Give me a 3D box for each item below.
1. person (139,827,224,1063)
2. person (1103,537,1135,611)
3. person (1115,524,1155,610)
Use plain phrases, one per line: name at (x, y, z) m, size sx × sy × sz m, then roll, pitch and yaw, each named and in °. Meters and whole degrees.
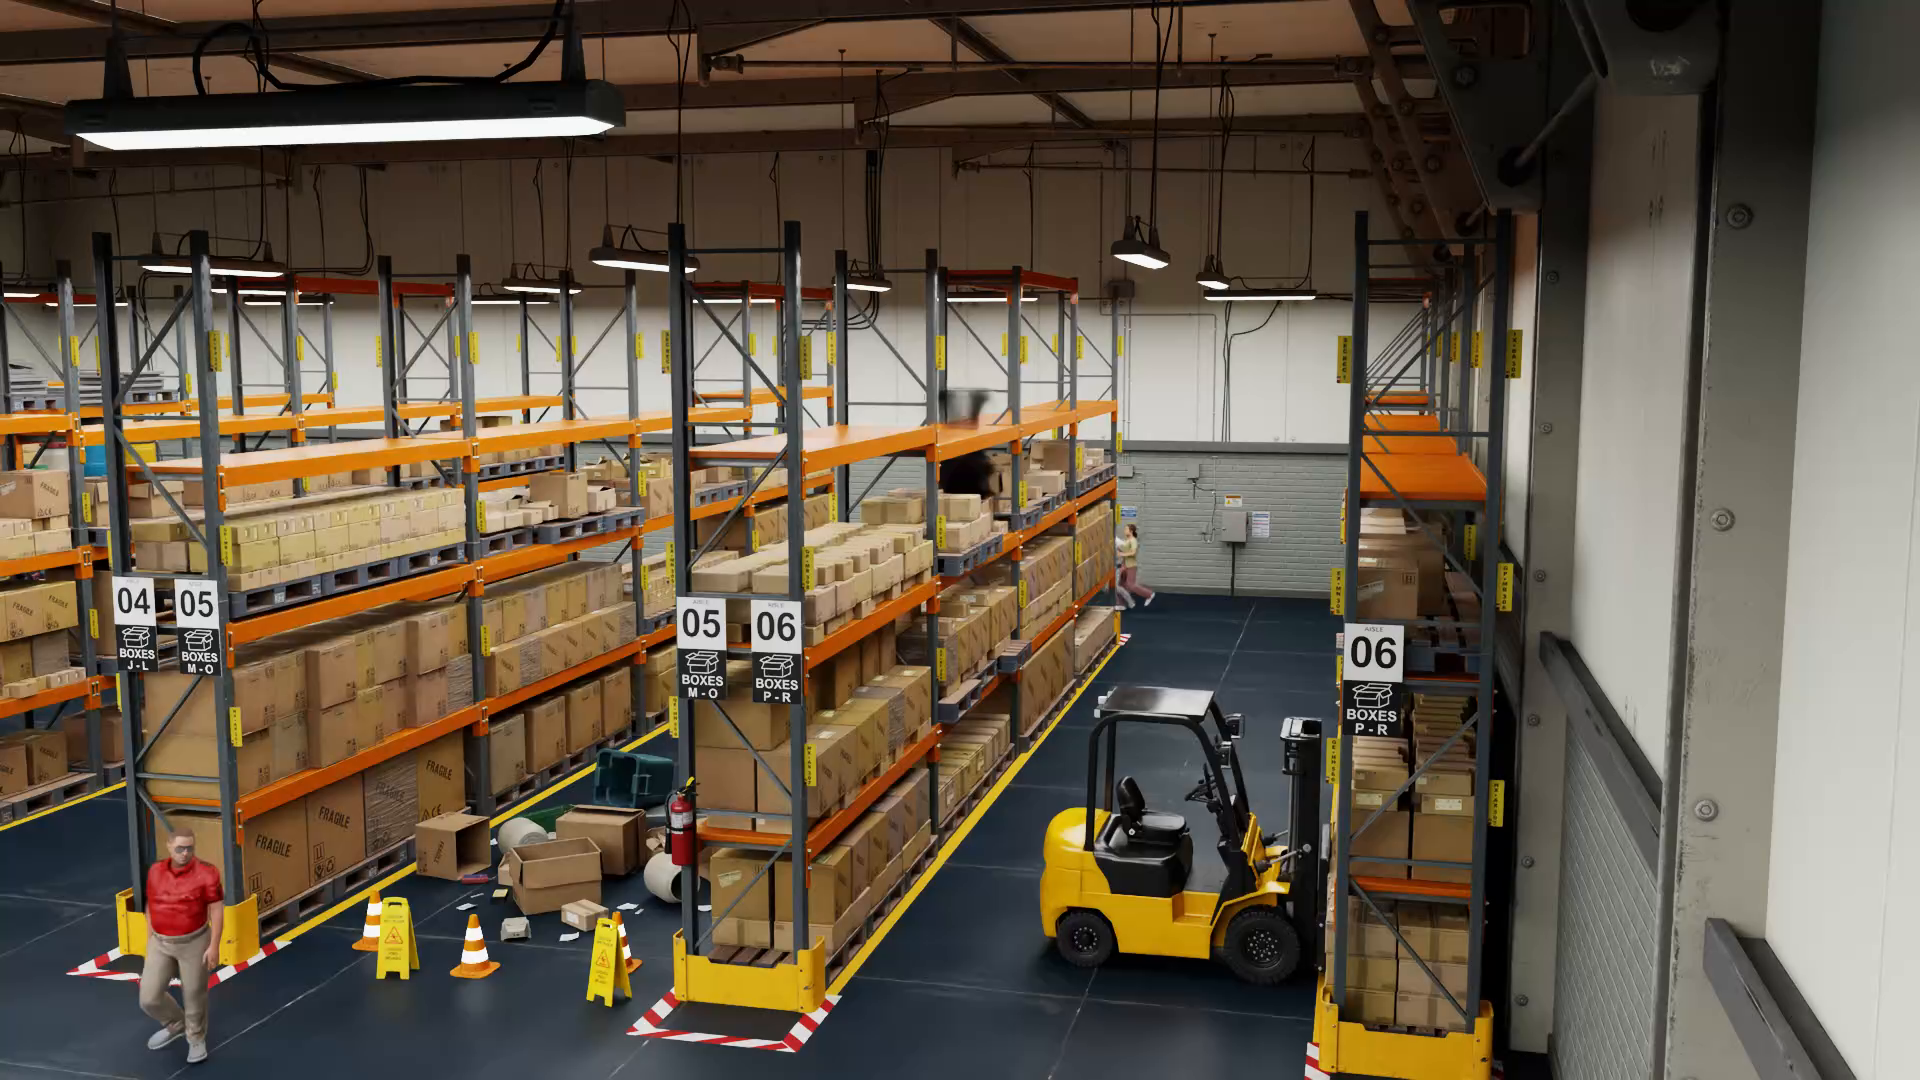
person at (-5.539, 2.870, 11.811) m, size 0.637 × 1.720 × 0.450 m, roll 0°, pitch 7°, yaw -2°
person at (2.839, 0.508, 31.354) m, size 0.773 × 1.681 × 0.865 m, roll -7°, pitch 10°, yaw -43°
person at (3.256, 0.507, 31.415) m, size 0.854 × 1.645 × 0.589 m, roll -1°, pitch 7°, yaw -6°
